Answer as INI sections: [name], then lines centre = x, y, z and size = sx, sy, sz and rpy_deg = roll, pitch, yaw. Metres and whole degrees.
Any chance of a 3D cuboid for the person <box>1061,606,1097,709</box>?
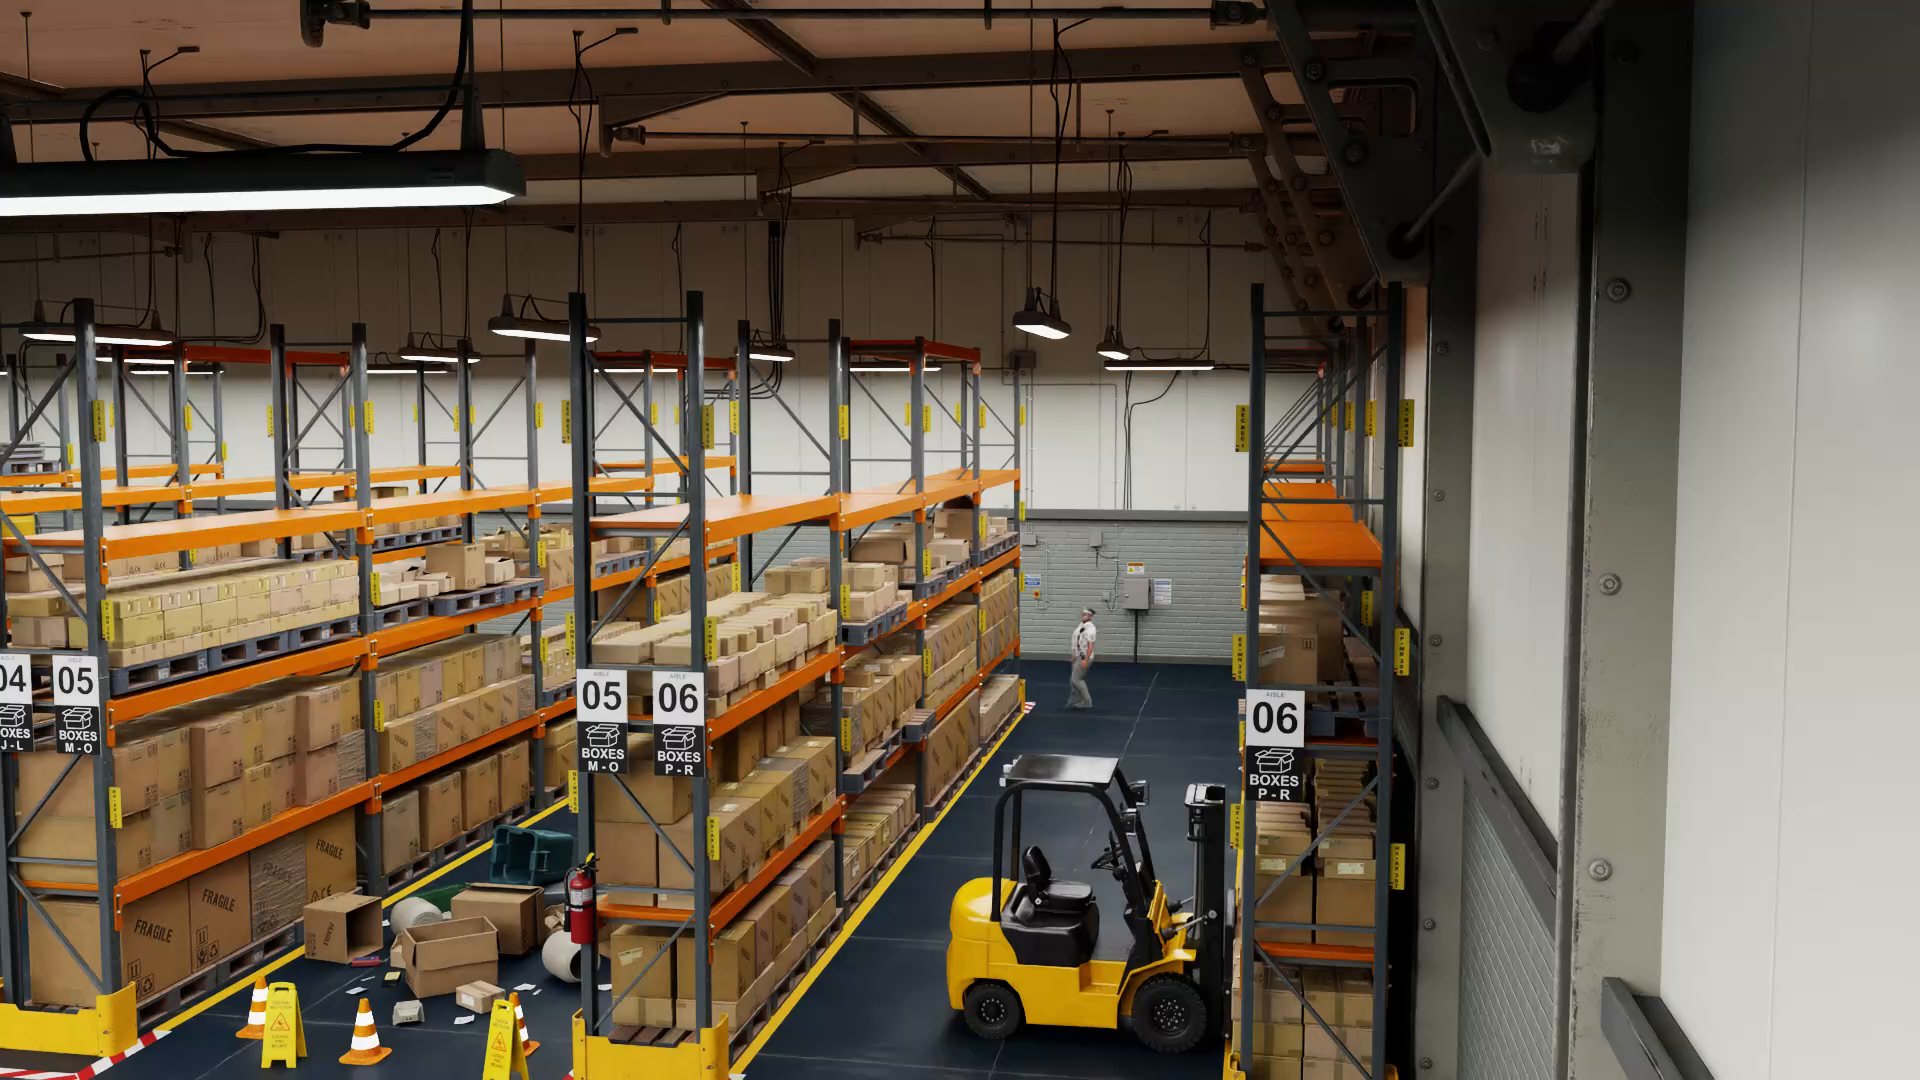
[person]
centre = 2.022, 2.033, 28.300
size = 0.603, 1.824, 0.575
rpy_deg = 0, 5, -2
